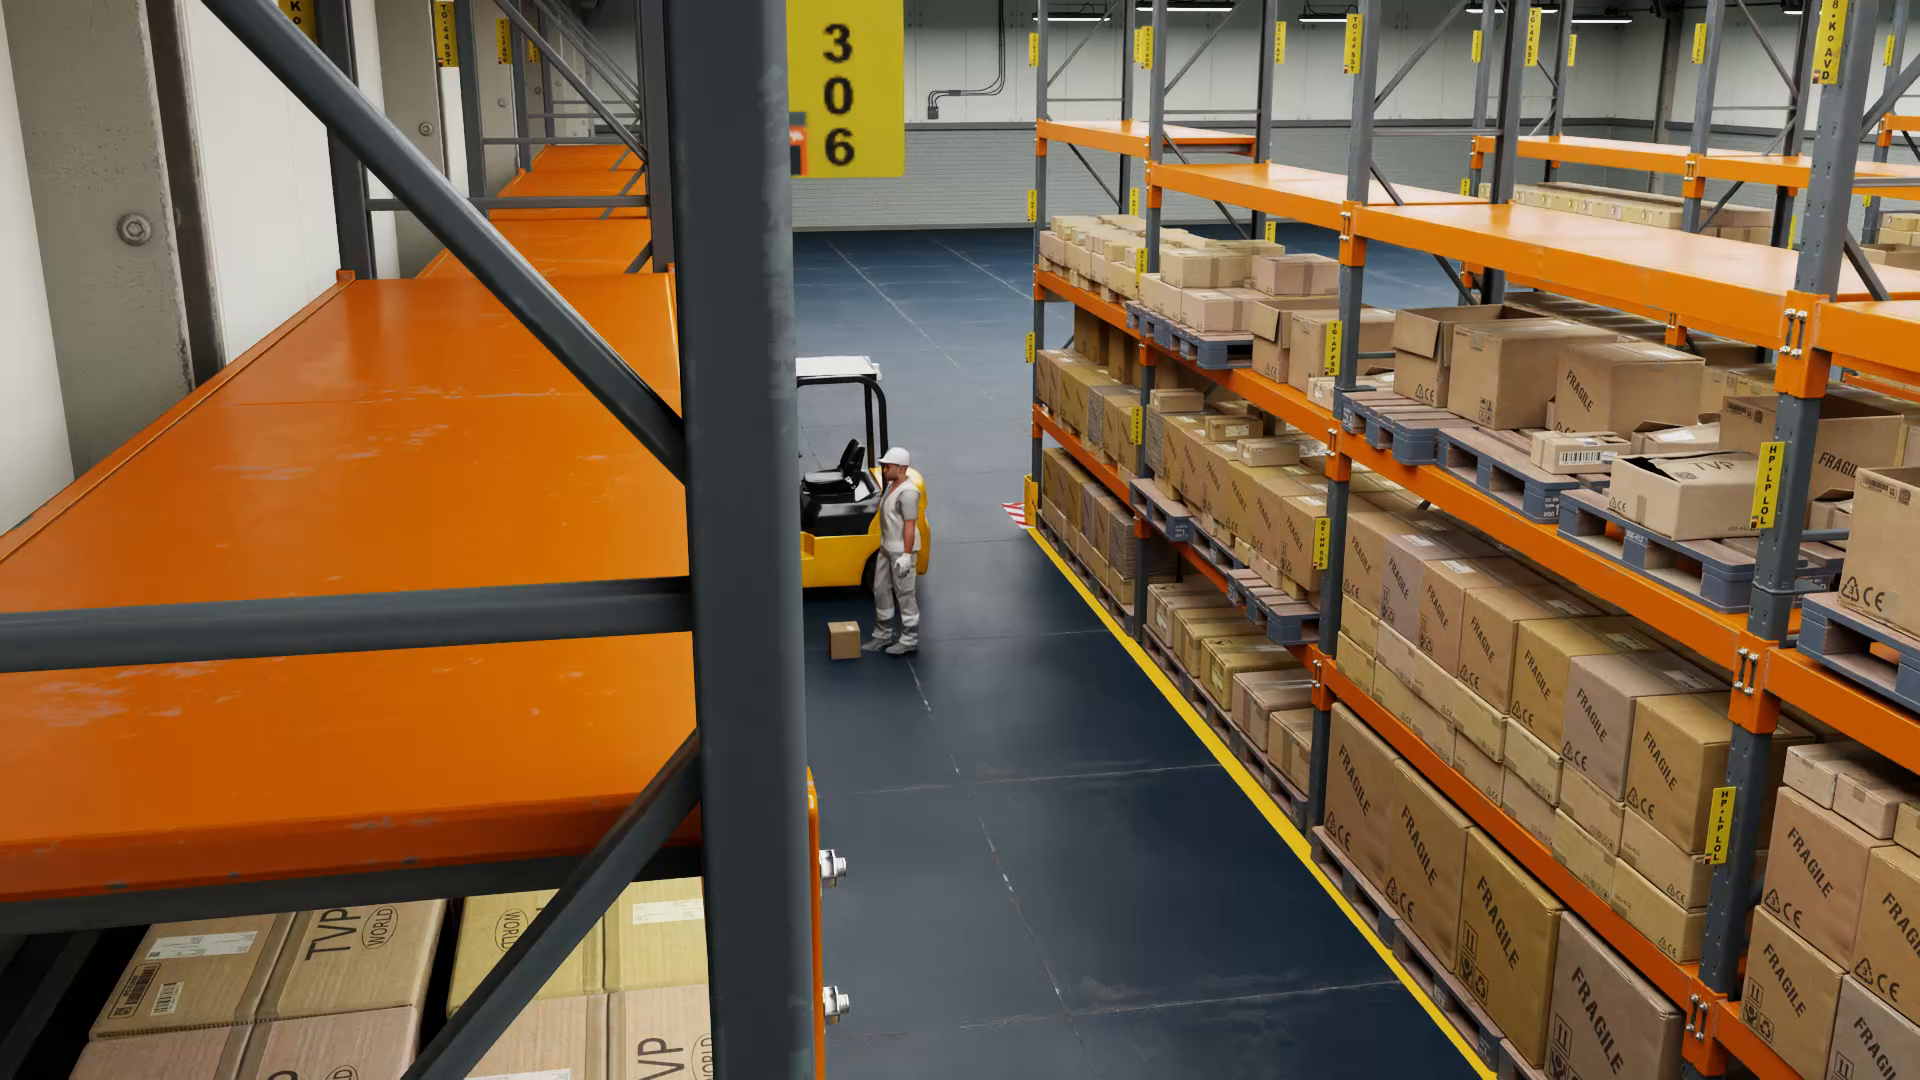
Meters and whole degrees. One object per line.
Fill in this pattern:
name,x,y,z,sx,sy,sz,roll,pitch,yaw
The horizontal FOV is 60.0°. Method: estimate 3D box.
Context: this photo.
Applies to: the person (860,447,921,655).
person,-0.580,0.120,14.096,0.485,1.819,0.576,-7,18,-22
